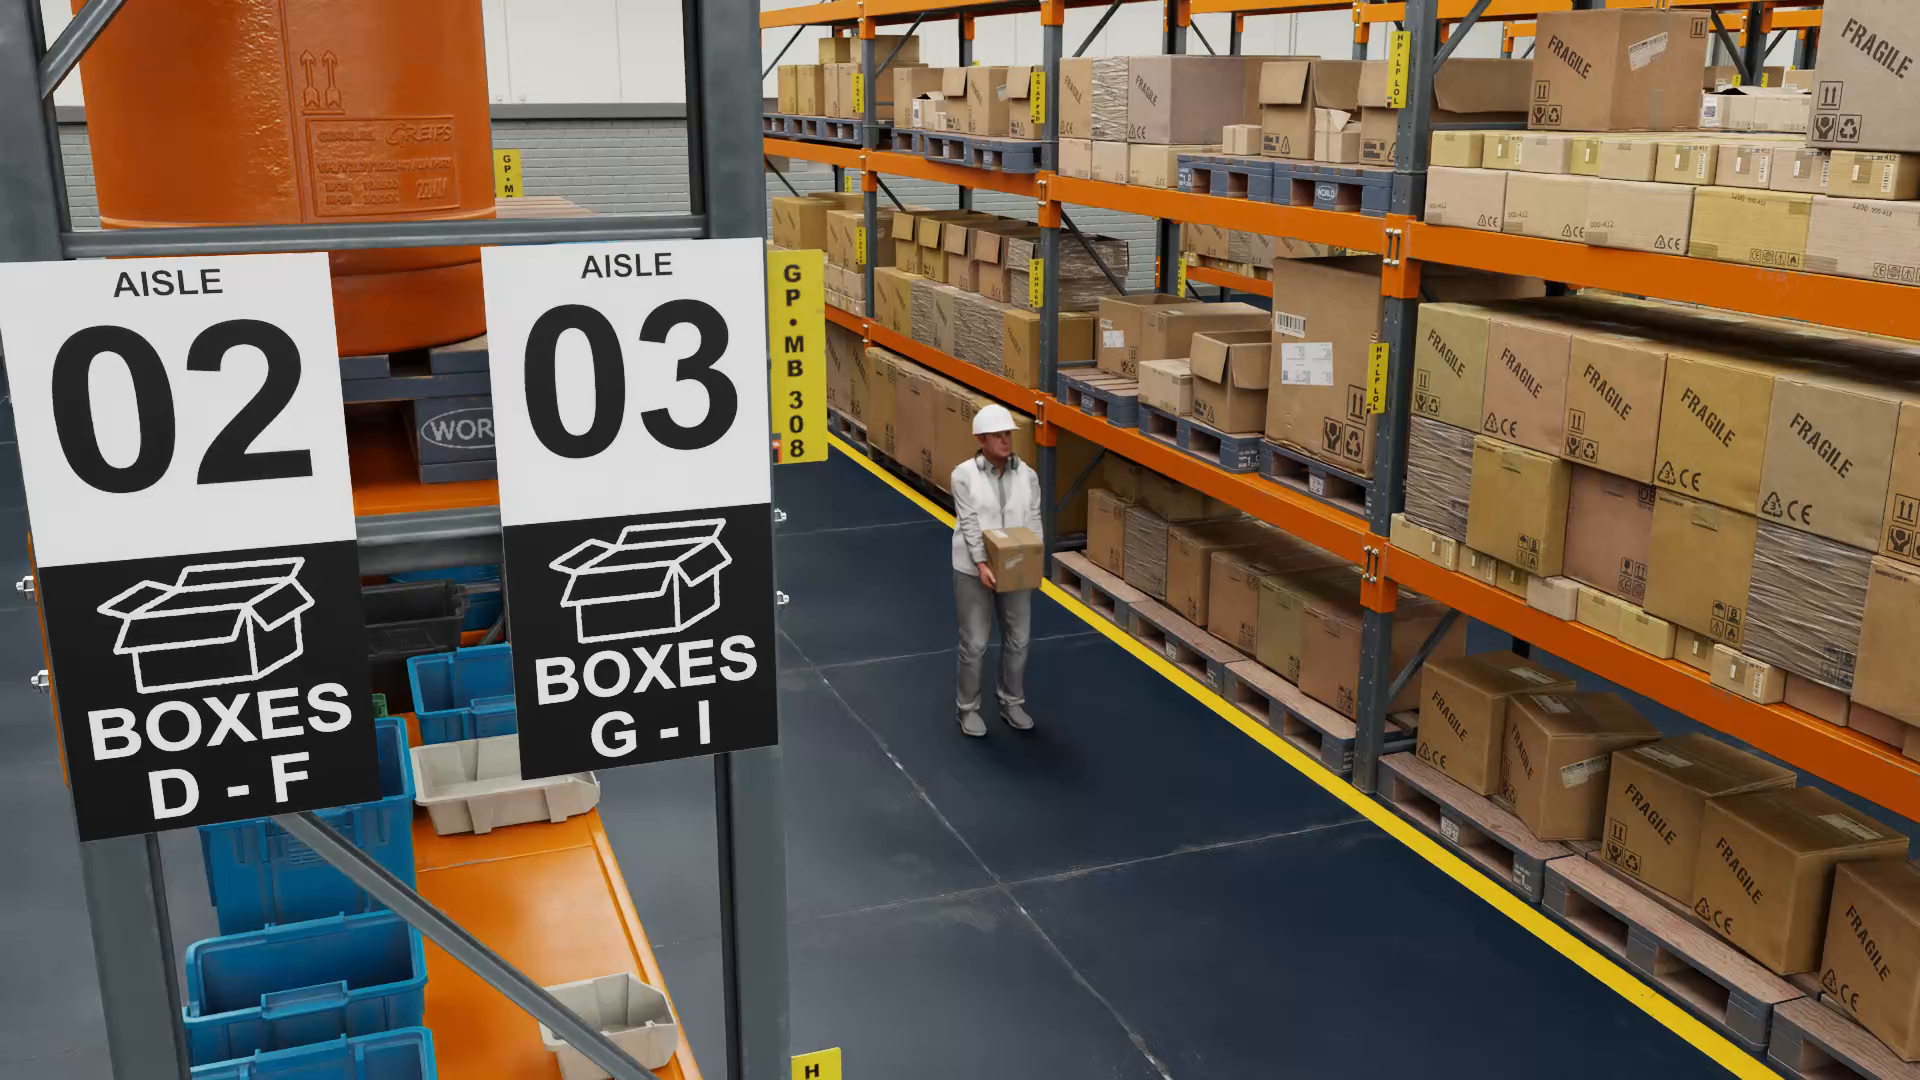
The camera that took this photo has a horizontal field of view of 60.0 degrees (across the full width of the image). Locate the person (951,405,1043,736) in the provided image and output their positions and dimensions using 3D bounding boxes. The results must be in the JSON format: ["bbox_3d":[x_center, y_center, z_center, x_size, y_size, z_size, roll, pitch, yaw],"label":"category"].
[{"bbox_3d":[0.225,0.179,8.842,0.494,1.767,0.554,-6,16,-19],"label":"person"}]
